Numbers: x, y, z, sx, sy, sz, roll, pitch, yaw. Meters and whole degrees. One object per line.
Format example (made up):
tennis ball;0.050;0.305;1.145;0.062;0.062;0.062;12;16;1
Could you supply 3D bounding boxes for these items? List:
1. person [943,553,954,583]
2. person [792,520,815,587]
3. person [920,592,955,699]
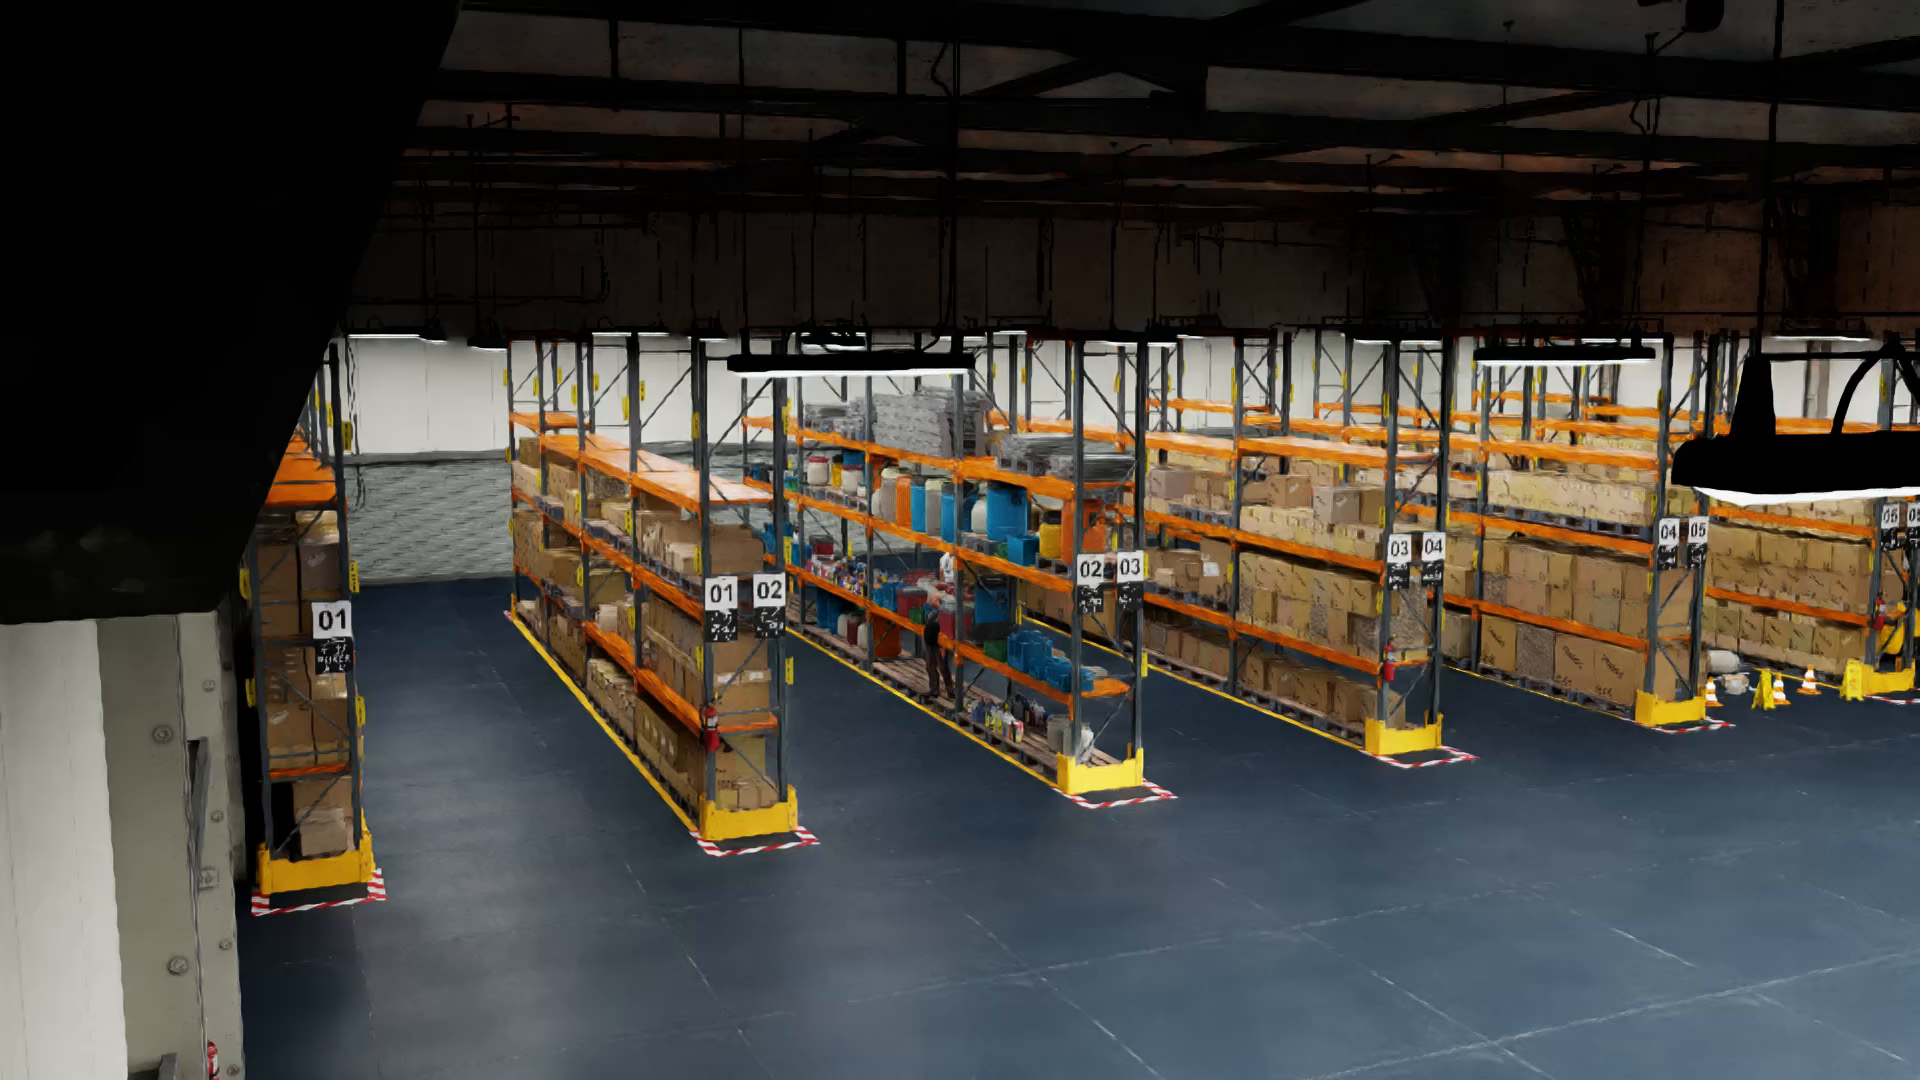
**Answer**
person;-0.199;0.890;34.712;0.453;1.289;0.883;-3;8;-21
person;-3.825;0.313;38.389;0.622;1.606;0.782;-7;11;-43
person;-0.342;1.675;26.567;0.478;1.720;0.585;-5;9;-31
